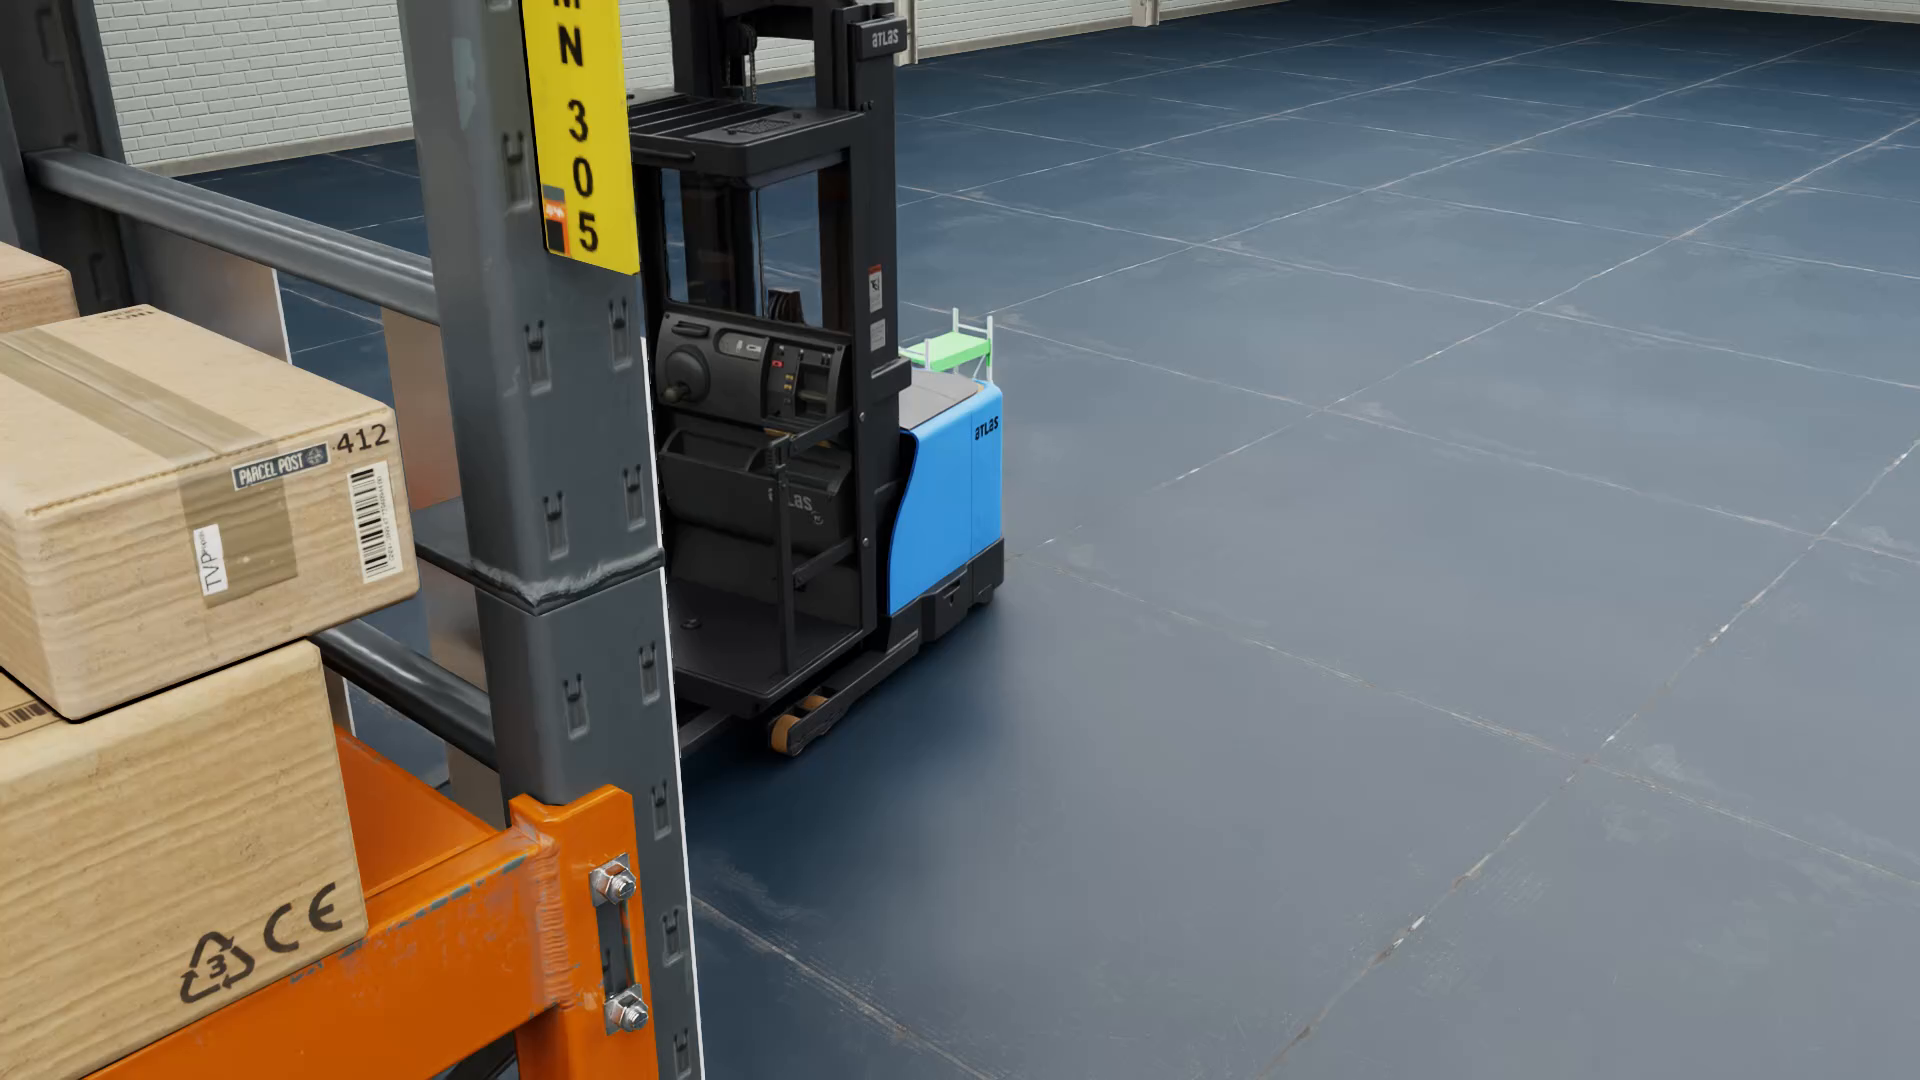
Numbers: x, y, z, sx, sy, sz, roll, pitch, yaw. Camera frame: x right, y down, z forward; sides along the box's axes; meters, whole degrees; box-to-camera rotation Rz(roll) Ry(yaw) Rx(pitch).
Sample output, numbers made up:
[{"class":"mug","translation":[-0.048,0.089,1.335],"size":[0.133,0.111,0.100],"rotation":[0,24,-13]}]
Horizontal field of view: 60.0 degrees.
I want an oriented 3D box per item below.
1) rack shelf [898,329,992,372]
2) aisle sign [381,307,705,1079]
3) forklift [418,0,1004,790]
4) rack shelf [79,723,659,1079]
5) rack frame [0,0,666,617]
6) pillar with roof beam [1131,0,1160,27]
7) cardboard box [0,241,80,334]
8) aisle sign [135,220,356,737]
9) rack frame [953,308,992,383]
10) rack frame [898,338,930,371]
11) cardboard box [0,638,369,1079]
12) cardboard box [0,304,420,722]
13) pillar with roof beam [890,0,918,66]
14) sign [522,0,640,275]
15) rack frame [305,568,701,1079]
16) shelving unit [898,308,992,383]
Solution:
[{"class":"rack shelf","translation":[-0.089,-0.900,8.274],"size":[0.258,0.148,0.480],"rotation":[18,30,35]},{"class":"aisle sign","translation":[-0.393,0.149,1.573],"size":[0.394,0.787,0.004],"rotation":[20,31,38]},{"class":"forklift","translation":[-0.975,-0.672,6.666],"size":[1.130,2.935,3.031],"rotation":[14,28,28]},{"class":"rack shelf","translation":[-1.992,0.841,0.420],"size":[1.077,0.370,4.000],"rotation":[20,31,38]},{"class":"rack frame","translation":[-0.657,-1.465,1.018],"size":[1.000,3.000,0.127],"rotation":[20,31,38]},{"class":"pillar with roof beam","translation":[6.352,-11.696,23.836],"size":[9.100,9.000,0.400],"rotation":[20,31,38]},{"class":"cardboard box","translation":[-1.013,-0.189,1.535],"size":[0.380,0.149,0.250],"rotation":[20,31,37]},{"class":"aisle sign","translation":[-0.839,-0.015,1.939],"size":[0.394,0.787,0.004],"rotation":[20,31,38]},{"class":"rack frame","translation":[0.063,-0.599,8.619],"size":[0.240,1.200,0.015],"rotation":[18,30,35]},{"class":"rack frame","translation":[-0.241,-0.443,8.271],"size":[0.240,1.200,0.015],"rotation":[18,30,35]},{"class":"cardboard box","translation":[-0.790,0.188,1.180],"size":[0.500,0.250,0.500],"rotation":[21,32,39]},{"class":"cardboard box","translation":[-0.610,-0.040,1.202],"size":[0.380,0.149,0.250],"rotation":[20,31,38]},{"class":"pillar with roof beam","translation":[2.347,-9.868,19.759],"size":[9.100,9.000,0.400],"rotation":[20,31,38]},{"class":"sign","translation":[-0.257,-0.343,1.099],"size":[0.100,0.325,0.005],"rotation":[20,31,38]},{"class":"rack frame","translation":[-0.657,1.272,2.246],"size":[1.000,3.000,0.127],"rotation":[20,31,38]},{"class":"shelving unit","translation":[-0.089,-0.521,8.445],"size":[0.258,1.200,0.503],"rotation":[18,30,35]}]
